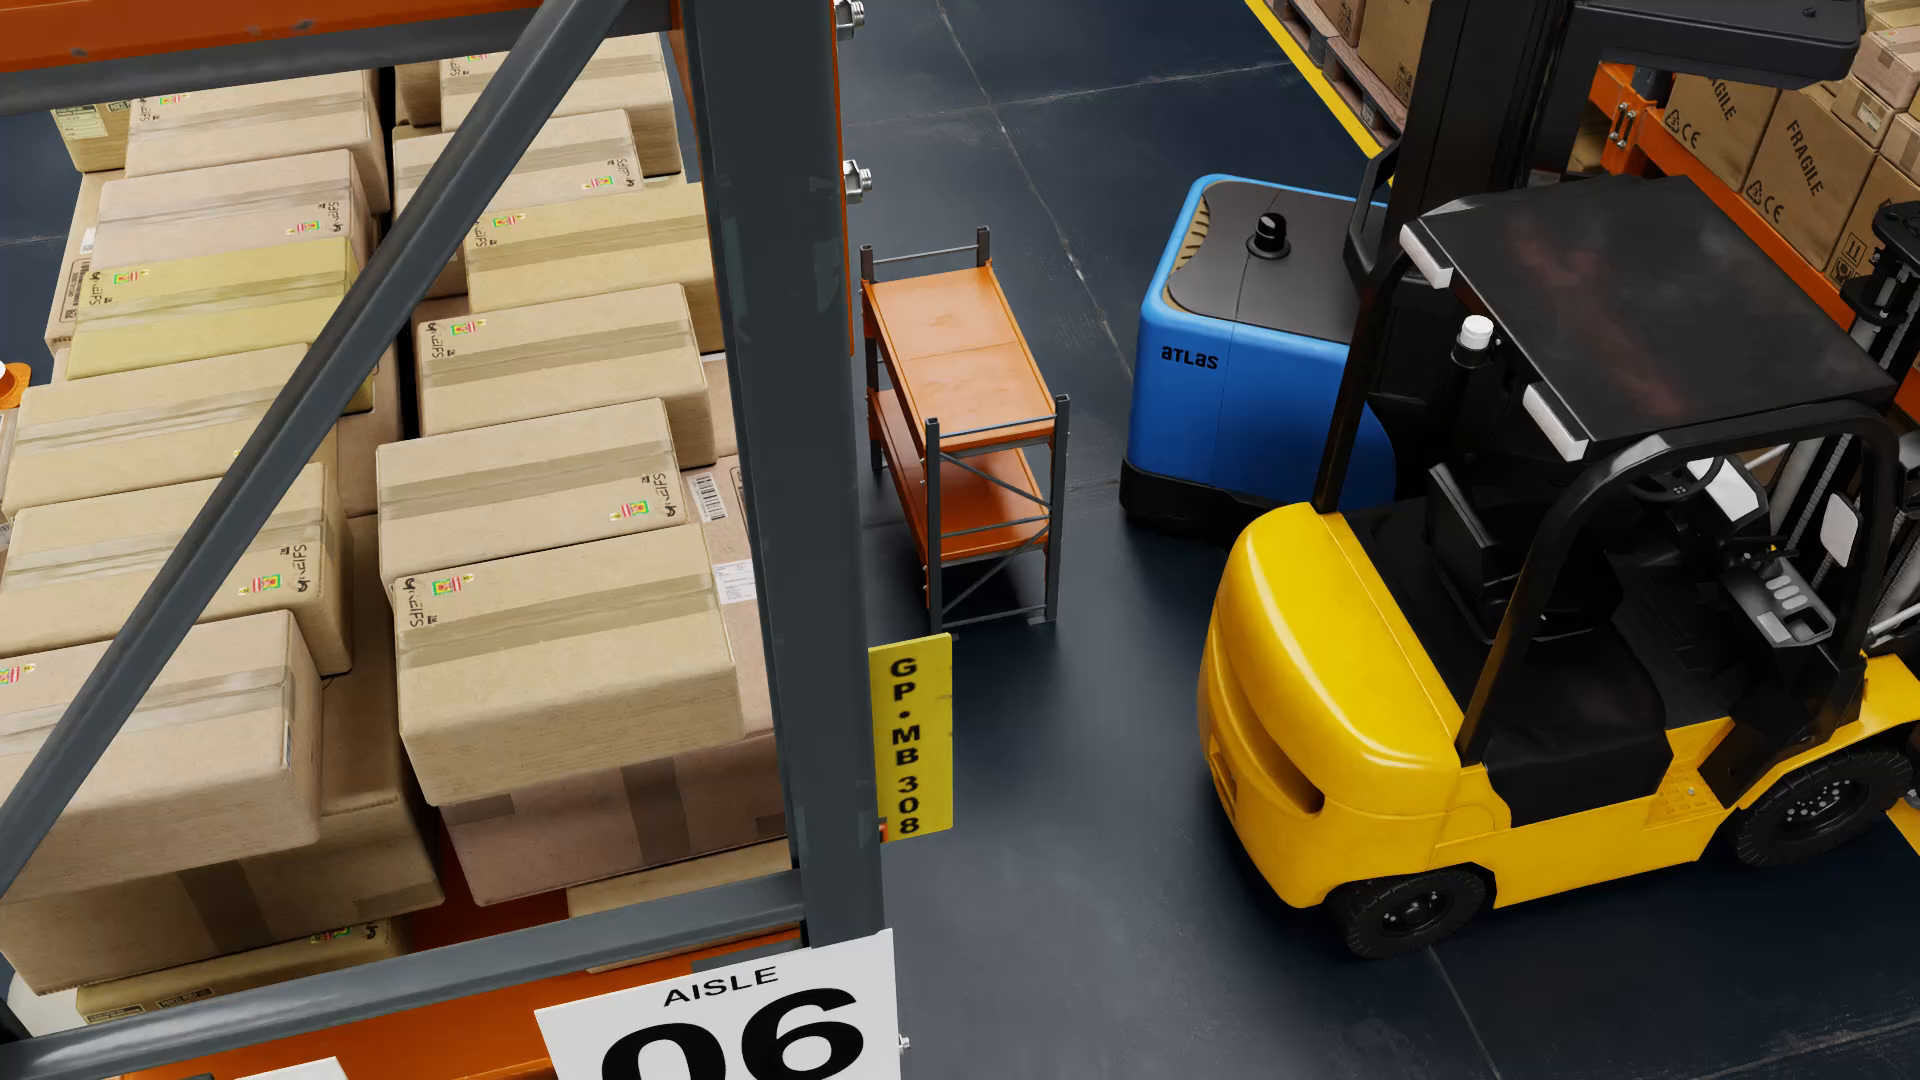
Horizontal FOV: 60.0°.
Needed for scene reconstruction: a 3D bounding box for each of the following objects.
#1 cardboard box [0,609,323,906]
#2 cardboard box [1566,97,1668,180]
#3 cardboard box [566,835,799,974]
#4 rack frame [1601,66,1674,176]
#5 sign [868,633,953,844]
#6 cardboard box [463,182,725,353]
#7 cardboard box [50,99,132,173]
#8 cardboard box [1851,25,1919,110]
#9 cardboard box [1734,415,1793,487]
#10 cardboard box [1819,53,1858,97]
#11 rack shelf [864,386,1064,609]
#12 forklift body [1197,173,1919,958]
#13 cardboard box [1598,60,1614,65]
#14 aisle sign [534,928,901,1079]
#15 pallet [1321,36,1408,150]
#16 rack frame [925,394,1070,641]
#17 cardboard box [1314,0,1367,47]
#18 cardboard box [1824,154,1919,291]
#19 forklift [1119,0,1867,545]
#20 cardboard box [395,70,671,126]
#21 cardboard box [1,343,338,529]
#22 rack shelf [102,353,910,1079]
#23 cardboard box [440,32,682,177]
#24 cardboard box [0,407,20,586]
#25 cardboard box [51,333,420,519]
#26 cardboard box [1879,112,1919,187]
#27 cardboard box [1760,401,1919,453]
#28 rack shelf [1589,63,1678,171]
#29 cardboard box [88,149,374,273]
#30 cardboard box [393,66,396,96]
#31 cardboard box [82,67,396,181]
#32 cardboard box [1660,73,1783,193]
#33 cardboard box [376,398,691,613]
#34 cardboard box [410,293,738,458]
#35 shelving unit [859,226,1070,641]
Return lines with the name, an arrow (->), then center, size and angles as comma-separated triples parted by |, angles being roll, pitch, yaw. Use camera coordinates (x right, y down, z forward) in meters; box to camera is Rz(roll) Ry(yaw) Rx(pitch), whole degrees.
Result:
cardboard box -> -0.953, 0.249, 1.923 | 0.380, 0.149, 0.250 | -10, 46, -10
cardboard box -> 3.047, -1.676, 7.661 | 0.875, 0.625, 0.625 | -9, 46, -9
cardboard box -> -0.352, 0.419, 2.315 | 0.380, 0.149, 0.250 | -11, 47, -10
rack frame -> 3.192, -2.002, 6.612 | 1.000, 3.000, 0.127 | -11, 47, -10
sign -> -0.057, 0.214, 1.728 | 0.100, 0.325, 0.005 | -11, 47, -10
cardboard box -> -0.552, -0.396, 2.555 | 0.380, 0.149, 0.250 | -11, 47, -10
cardboard box -> -1.379, -0.804, 2.955 | 0.380, 0.149, 0.250 | -10, 46, -9
cardboard box -> 3.182, -1.559, 5.445 | 0.380, 0.149, 0.250 | -10, 46, -9
cardboard box -> 3.266, -0.275, 6.200 | 0.500, 0.250, 0.500 | -11, 47, -11
cardboard box -> 3.181, -1.643, 5.736 | 0.380, 0.149, 0.250 | -11, 47, -10
rack shelf -> -0.002, -0.227, 6.527 | 0.538, 0.278, 1.000 | -11, 47, -10
forklift body -> 1.967, 0.081, 5.165 | 2.313, 2.155, 1.214 | -11, 47, -10
cardboard box -> 2.810, -2.250, 6.960 | 0.500, 0.250, 0.500 | -10, 46, -9
aisle sign -> -0.266, 0.746, 2.099 | 0.394, 0.787, 0.004 | -11, 47, -10
pallet -> 2.650, -2.372, 8.927 | 1.003, 0.211, 1.213 | -11, 47, -10
rack frame -> 0.128, -0.047, 6.009 | 0.500, 1.125, 0.032 | -11, 47, -10
cardboard box -> 2.489, -3.197, 9.152 | 0.875, 0.625, 0.625 | -9, 46, -9
cardboard box -> 3.333, -0.977, 5.538 | 0.500, 0.500, 0.500 | -11, 47, -11
forklift -> 2.226, -1.109, 5.785 | 3.031, 2.935, 1.130 | 13, 47, 13
cardboard box -> -0.841, -0.887, 3.315 | 0.500, 0.250, 0.500 | -10, 46, -9
cardboard box -> -1.065, -0.109, 2.274 | 0.380, 0.149, 0.250 | -11, 47, -11
rack shelf -> -1.093, -0.510, 3.553 | 1.077, 0.370, 4.000 | -11, 47, -10
cardboard box -> -0.696, -0.745, 2.897 | 0.380, 0.149, 0.250 | -10, 46, -9
cardboard box -> -3.318, -0.136, 6.003 | 0.500, 0.500, 0.500 | -11, 47, -10
cardboard box -> -1.088, -0.086, 2.531 | 0.500, 0.250, 0.500 | -11, 47, -11
cardboard box -> 3.238, -1.278, 5.378 | 0.380, 0.149, 0.250 | -11, 47, -11
cardboard box -> 3.272, -0.449, 6.021 | 0.500, 0.250, 0.500 | -9, 46, -9
rack shelf -> 2.680, -3.131, 8.222 | 1.077, 0.370, 4.000 | -11, 47, -10
cardboard box -> -1.136, -0.464, 2.622 | 0.380, 0.149, 0.250 | -11, 47, -10
cardboard box -> -1.496, -1.086, 3.789 | 0.380, 0.149, 0.250 | -12, 47, -12
cardboard box -> -1.369, -0.789, 3.220 | 0.500, 0.250, 0.500 | -10, 46, -10
cardboard box -> 3.053, -1.683, 6.229 | 0.500, 0.500, 0.500 | -12, 47, -11
cardboard box -> -0.555, -0.025, 2.192 | 0.380, 0.149, 0.250 | -11, 47, -10
cardboard box -> -0.572, -0.177, 2.620 | 0.500, 0.250, 0.500 | -11, 47, -11
shelving unit -> -0.002, -0.398, 6.353 | 0.538, 1.125, 1.048 | -11, 47, -10
